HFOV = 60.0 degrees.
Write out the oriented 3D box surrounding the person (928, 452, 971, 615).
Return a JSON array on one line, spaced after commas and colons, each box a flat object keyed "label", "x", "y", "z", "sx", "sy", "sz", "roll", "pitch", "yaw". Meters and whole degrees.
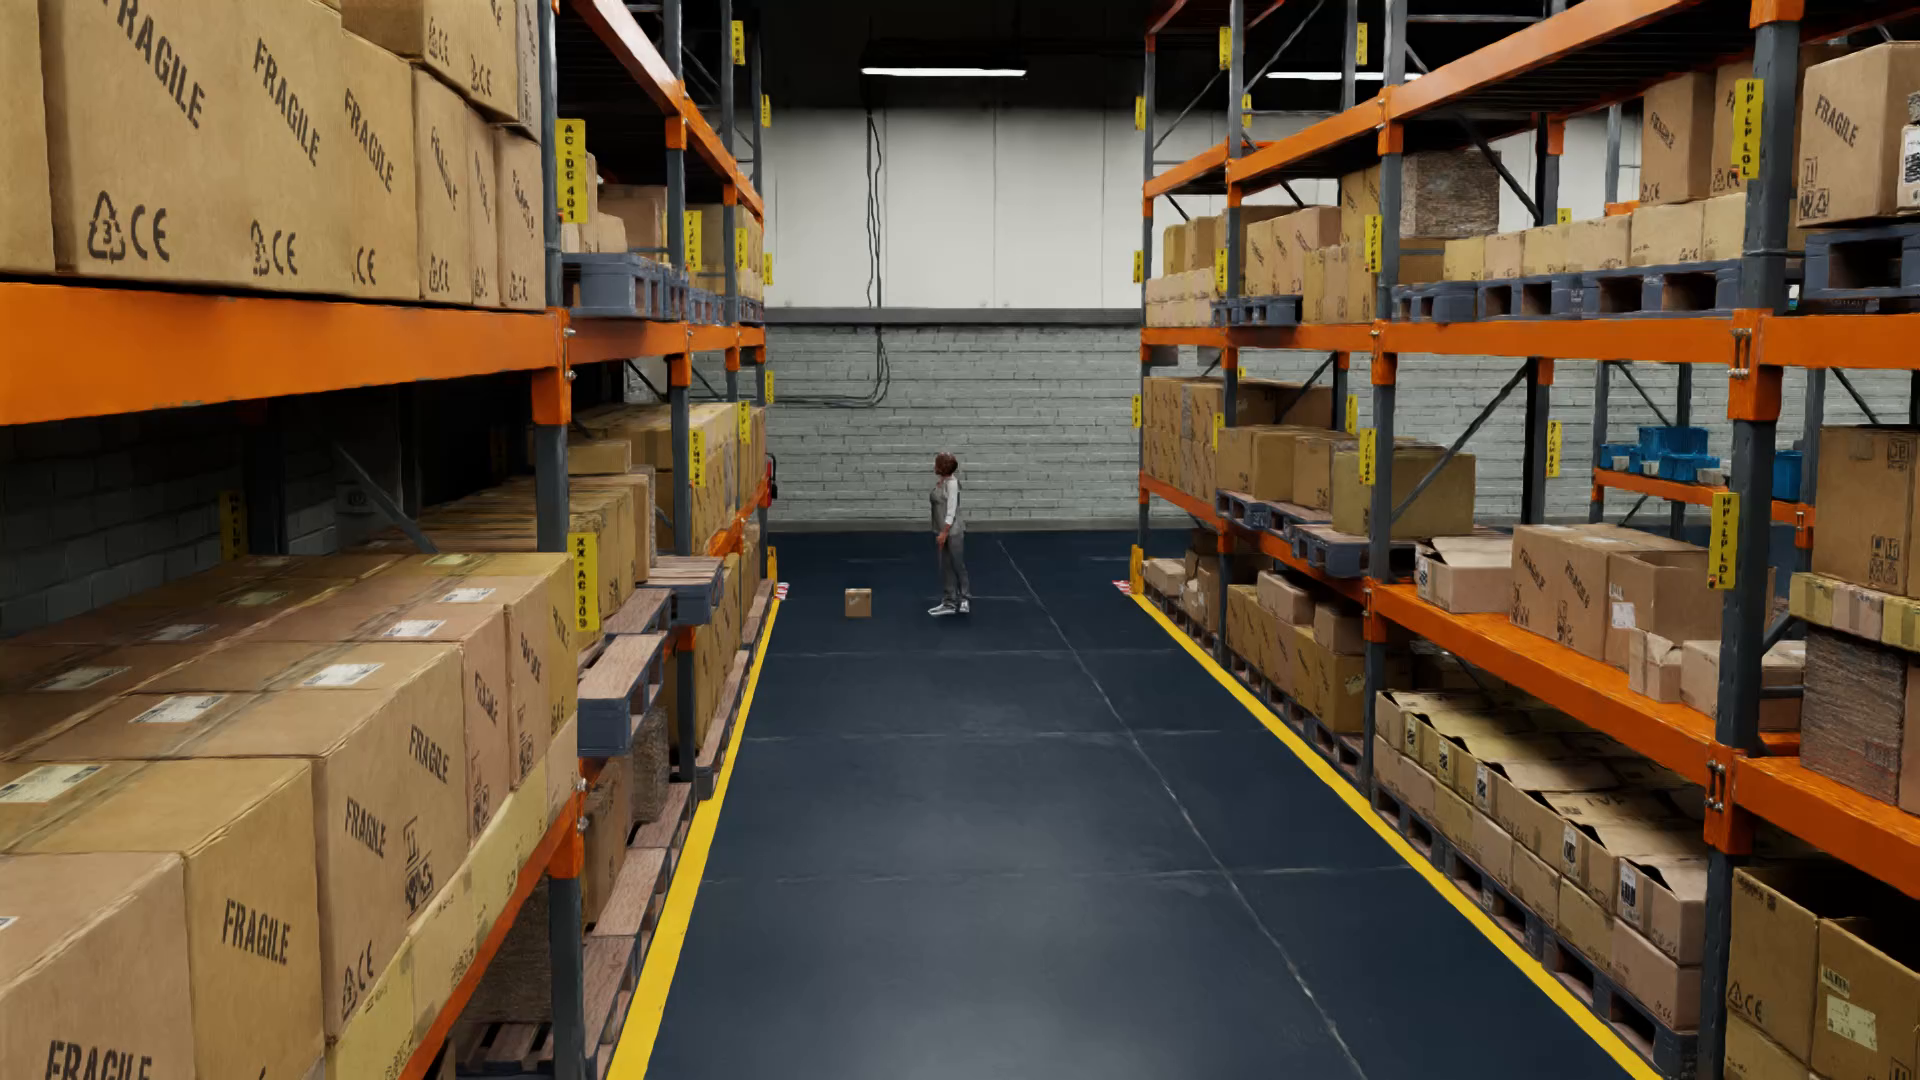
[{"label": "person", "x": -0.077, "y": -0.064, "z": 16.272, "sx": 0.448, "sy": 1.605, "sz": 0.420, "roll": -4, "pitch": 8, "yaw": -26}]
